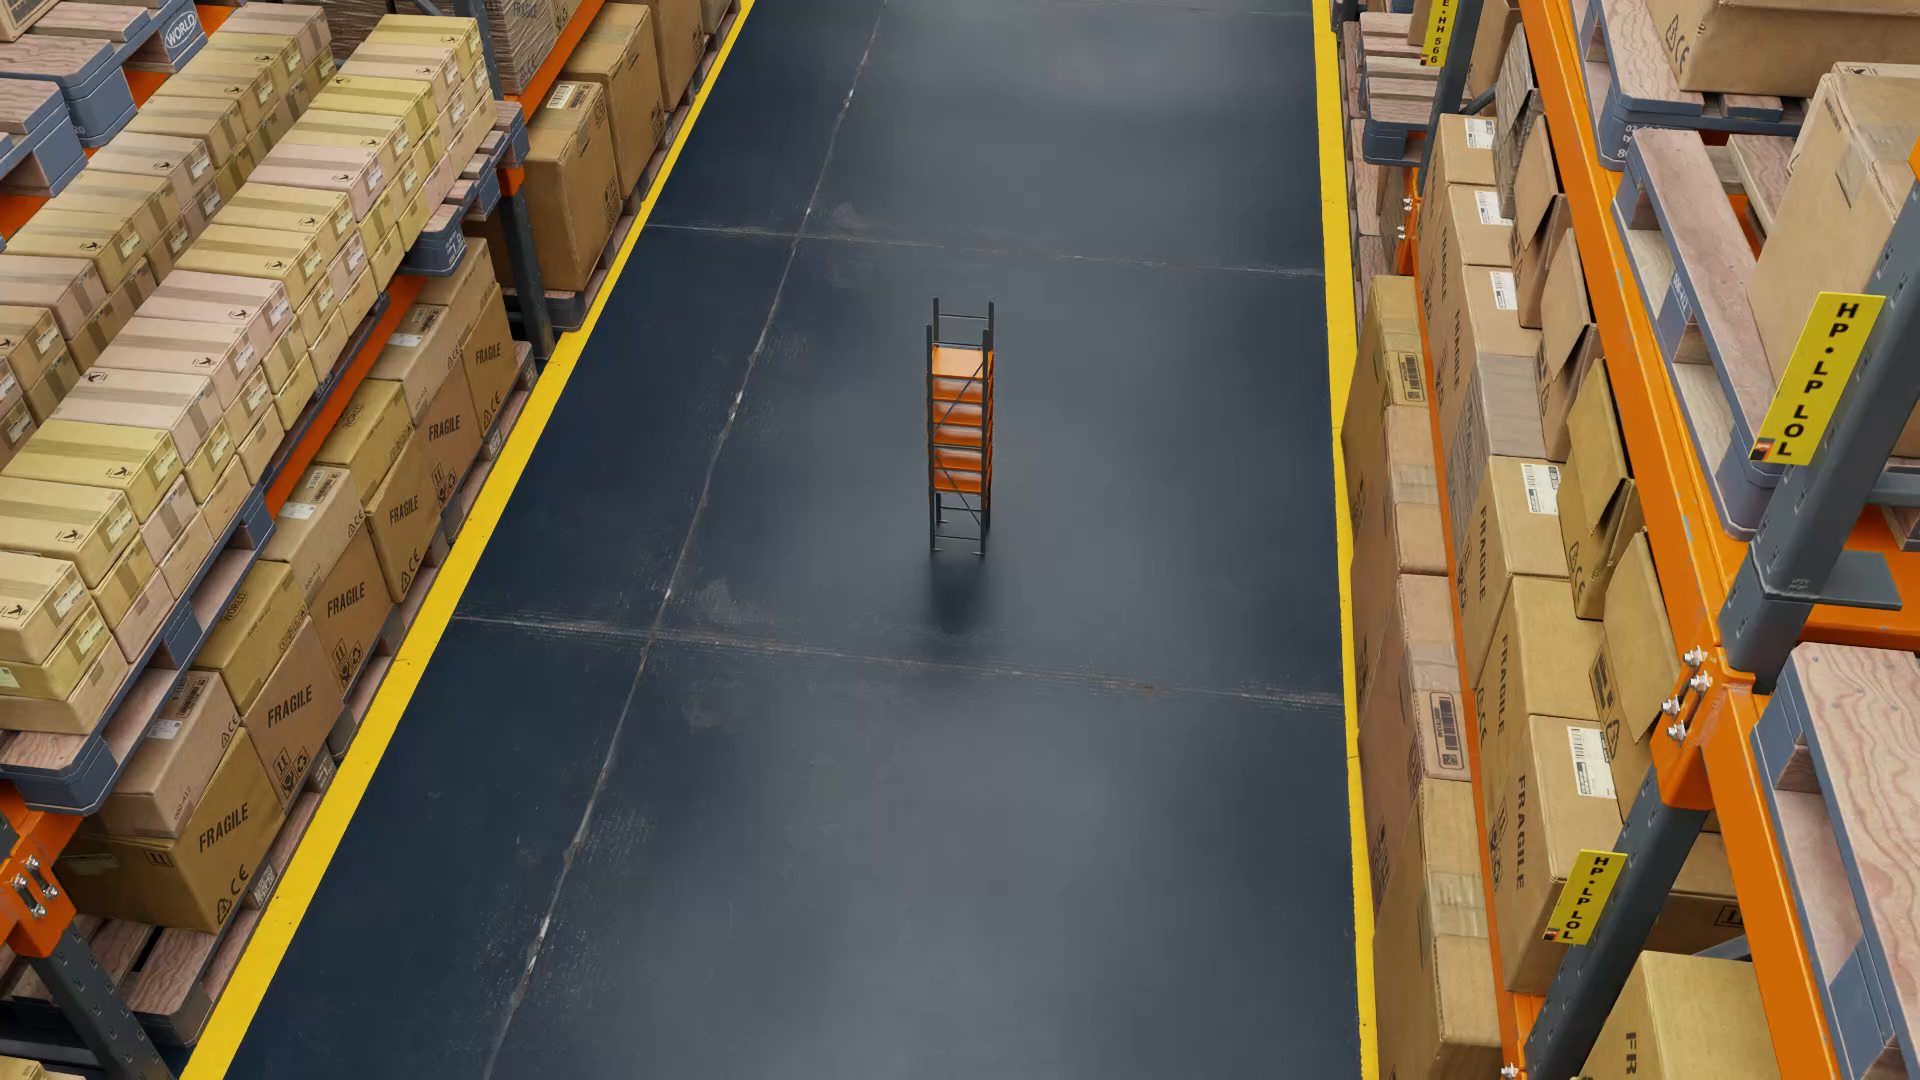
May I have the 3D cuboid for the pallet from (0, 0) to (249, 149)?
[{"bbox_3d":[-2.724,-1.468,4.596,1.213,0.211,1.003,5,44,6],"label":"pallet"}]

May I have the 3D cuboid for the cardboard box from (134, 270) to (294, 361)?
[{"bbox_3d":[-2.368,-0.714,5.289,0.380,0.149,0.250,7,44,7],"label":"cardboard box"}]

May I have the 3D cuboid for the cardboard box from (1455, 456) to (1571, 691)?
[{"bbox_3d":[1.783,0.118,4.894,0.500,0.500,0.500,5,44,5],"label":"cardboard box"}]

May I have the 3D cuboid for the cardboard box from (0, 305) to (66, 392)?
[{"bbox_3d":[-3.045,-0.603,5.172,0.380,0.149,0.250,4,44,4],"label":"cardboard box"}]

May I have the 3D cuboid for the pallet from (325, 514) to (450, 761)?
[{"bbox_3d":[-2.785,0.319,6.782,1.003,0.211,1.213,5,44,6],"label":"pallet"}]

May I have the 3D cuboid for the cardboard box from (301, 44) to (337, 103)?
[{"bbox_3d":[-2.780,-1.913,6.772,0.380,0.149,0.250,7,44,7],"label":"cardboard box"}]

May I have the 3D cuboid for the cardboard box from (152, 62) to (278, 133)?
[{"bbox_3d":[-2.840,-1.685,6.314,0.380,0.149,0.250,5,44,5],"label":"cardboard box"}]

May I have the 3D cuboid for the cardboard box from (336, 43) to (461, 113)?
[{"bbox_3d":[-2.163,-1.786,6.421,0.380,0.149,0.250,5,44,5],"label":"cardboard box"}]

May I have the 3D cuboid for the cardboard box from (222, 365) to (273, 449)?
[{"bbox_3d":[-2.404,-0.439,5.215,0.380,0.149,0.250,7,44,7],"label":"cardboard box"}]

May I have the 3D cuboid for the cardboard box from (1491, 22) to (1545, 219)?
[{"bbox_3d":[2.274,-1.439,5.808,0.797,0.503,0.637,7,44,7],"label":"cardboard box"}]

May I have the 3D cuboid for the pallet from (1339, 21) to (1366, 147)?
[{"bbox_3d":[2.814,-2.718,9.989,1.003,0.211,1.213,5,44,6],"label":"pallet"}]

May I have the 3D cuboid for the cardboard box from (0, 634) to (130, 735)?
[{"bbox_3d":[-2.538,0.383,4.563,0.380,0.149,0.250,3,44,3],"label":"cardboard box"}]

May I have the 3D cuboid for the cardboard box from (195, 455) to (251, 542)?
[{"bbox_3d":[-2.436,-0.147,5.123,0.380,0.149,0.250,6,44,6],"label":"cardboard box"}]

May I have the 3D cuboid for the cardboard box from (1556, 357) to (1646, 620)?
[{"bbox_3d":[2.036,-0.112,4.407,0.797,0.503,0.637,6,44,6],"label":"cardboard box"}]

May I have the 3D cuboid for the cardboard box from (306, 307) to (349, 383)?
[{"bbox_3d":[-2.334,-0.679,5.684,0.380,0.149,0.250,3,44,4],"label":"cardboard box"}]

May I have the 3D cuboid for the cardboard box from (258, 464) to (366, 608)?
[{"bbox_3d":[-2.546,-0.036,6.096,0.500,0.250,0.500,7,44,7],"label":"cardboard box"}]

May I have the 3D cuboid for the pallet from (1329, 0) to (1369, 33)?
[{"bbox_3d":[2.969,-3.710,11.036,1.003,0.211,1.213,5,44,6],"label":"pallet"}]

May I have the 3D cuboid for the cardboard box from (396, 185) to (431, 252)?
[{"bbox_3d":[-2.231,-1.224,6.261,0.380,0.149,0.250,5,44,5],"label":"cardboard box"}]

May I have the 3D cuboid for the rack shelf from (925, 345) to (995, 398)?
[{"bbox_3d":[0.002,-0.675,6.653,0.258,0.103,0.180,5,44,6],"label":"rack shelf"}]

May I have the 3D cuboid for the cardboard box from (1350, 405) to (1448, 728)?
[{"bbox_3d":[2.149,0.159,6.162,1.225,0.875,0.875,5,44,6],"label":"cardboard box"}]

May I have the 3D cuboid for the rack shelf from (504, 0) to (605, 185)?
[{"bbox_3d":[-2.252,-3.157,8.948,1.077,0.370,4.000,5,44,6],"label":"rack shelf"}]

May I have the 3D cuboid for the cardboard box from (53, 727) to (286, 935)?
[{"bbox_3d":[-2.685,0.947,5.603,0.500,0.500,0.500,7,44,7],"label":"cardboard box"}]

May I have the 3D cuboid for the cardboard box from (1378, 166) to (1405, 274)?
[{"bbox_3d":[2.516,-1.625,8.305,0.700,0.500,0.500,2,43,2],"label":"cardboard box"}]

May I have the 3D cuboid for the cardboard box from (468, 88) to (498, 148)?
[{"bbox_3d":[-2.126,-1.738,6.804,0.380,0.149,0.250,6,44,6],"label":"cardboard box"}]

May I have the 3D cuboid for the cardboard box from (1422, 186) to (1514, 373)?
[{"bbox_3d":[1.987,-0.913,5.982,0.500,0.500,0.500,4,44,4],"label":"cardboard box"}]

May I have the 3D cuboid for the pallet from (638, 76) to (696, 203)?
[{"bbox_3d":[-2.174,-2.402,9.655,1.003,0.211,1.213,5,44,6],"label":"pallet"}]

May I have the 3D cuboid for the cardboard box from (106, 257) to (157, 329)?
[{"bbox_3d":[-2.980,-0.851,5.650,0.380,0.149,0.250,7,44,7],"label":"cardboard box"}]

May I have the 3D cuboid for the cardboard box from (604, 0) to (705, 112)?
[{"bbox_3d":[-2.112,-3.028,9.620,1.050,0.750,0.750,5,44,6],"label":"cardboard box"}]

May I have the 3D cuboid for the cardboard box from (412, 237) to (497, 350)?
[{"bbox_3d":[-2.347,-1.082,7.201,0.500,0.250,0.500,4,44,5],"label":"cardboard box"}]

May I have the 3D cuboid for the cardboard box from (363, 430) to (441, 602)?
[{"bbox_3d":[-2.471,-0.112,6.722,0.500,0.500,0.500,3,44,4],"label":"cardboard box"}]

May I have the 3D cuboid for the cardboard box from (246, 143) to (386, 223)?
[{"bbox_3d":[-2.266,-1.261,5.867,0.380,0.149,0.250,5,44,6],"label":"cardboard box"}]

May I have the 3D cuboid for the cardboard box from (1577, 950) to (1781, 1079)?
[{"bbox_3d":[1.541,1.168,3.204,0.500,0.500,0.500,5,44,6],"label":"cardboard box"}]

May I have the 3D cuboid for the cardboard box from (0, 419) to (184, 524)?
[{"bbox_3d":[-2.470,-0.198,4.744,0.380,0.149,0.250,6,44,6],"label":"cardboard box"}]

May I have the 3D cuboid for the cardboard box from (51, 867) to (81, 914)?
[{"bbox_3d":[-3.197,0.899,5.654,0.500,0.500,0.500,4,44,5],"label":"cardboard box"}]

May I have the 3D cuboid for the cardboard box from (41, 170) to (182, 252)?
[{"bbox_3d":[-2.942,-1.139,5.738,0.380,0.149,0.250,6,44,7],"label":"cardboard box"}]

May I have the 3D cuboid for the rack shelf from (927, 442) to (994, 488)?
[{"bbox_3d":[0.002,-0.326,6.983,0.258,0.103,0.180,5,44,6],"label":"rack shelf"}]

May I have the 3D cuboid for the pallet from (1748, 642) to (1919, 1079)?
[{"bbox_3d":[1.739,0.691,2.244,1.003,0.211,1.213,5,44,6],"label":"pallet"}]

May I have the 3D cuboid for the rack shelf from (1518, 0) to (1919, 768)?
[{"bbox_3d":[2.122,-1.000,4.488,1.077,0.370,4.000,5,44,6],"label":"rack shelf"}]

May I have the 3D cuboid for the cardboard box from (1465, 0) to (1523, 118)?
[{"bbox_3d":[2.418,-2.096,6.926,0.500,0.500,0.500,0,43,0],"label":"cardboard box"}]

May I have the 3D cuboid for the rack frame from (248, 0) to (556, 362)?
[{"bbox_3d":[-2.517,-2.055,7.261,1.000,3.000,0.127,5,44,6],"label":"rack frame"}]

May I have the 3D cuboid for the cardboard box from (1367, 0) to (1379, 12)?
[{"bbox_3d":[2.813,-3.097,9.859,0.700,0.500,0.500,2,43,2],"label":"cardboard box"}]

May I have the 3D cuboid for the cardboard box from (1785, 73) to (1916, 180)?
[{"bbox_3d":[2.092,-0.758,3.469,0.500,0.311,0.500,4,44,4],"label":"cardboard box"}]

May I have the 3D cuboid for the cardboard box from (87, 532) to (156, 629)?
[{"bbox_3d":[-2.505,0.098,4.648,0.380,0.149,0.250,4,44,5],"label":"cardboard box"}]

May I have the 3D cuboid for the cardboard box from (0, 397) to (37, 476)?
[{"bbox_3d":[-3.088,-0.323,5.092,0.380,0.149,0.250,4,44,4],"label":"cardboard box"}]

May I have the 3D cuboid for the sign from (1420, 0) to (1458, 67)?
[{"bbox_3d":[1.847,-1.970,6.386,0.100,0.325,0.005,5,44,6],"label":"sign"}]

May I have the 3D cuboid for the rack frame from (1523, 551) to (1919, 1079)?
[{"bbox_3d":[1.858,1.191,3.833,1.000,3.000,0.127,5,44,6],"label":"rack frame"}]

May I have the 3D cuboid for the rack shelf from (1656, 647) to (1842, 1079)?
[{"bbox_3d":[1.593,1.726,1.609,1.077,0.370,4.000,5,44,6],"label":"rack shelf"}]

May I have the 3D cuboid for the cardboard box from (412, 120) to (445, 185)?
[{"bbox_3d":[-2.196,-1.485,6.319,0.380,0.149,0.250,6,44,7],"label":"cardboard box"}]

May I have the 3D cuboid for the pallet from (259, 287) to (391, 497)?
[{"bbox_3d":[-2.738,-0.632,5.898,1.003,0.211,1.213,5,44,6],"label":"pallet"}]

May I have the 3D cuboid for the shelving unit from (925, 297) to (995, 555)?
[{"bbox_3d":[0.002,-0.446,6.870,0.258,1.200,0.189,5,44,6],"label":"shelving unit"}]

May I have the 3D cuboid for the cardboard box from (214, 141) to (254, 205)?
[{"bbox_3d":[-2.878,-1.374,6.202,0.380,0.149,0.250,5,44,6],"label":"cardboard box"}]

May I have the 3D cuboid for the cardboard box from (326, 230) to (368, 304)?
[{"bbox_3d":[-2.299,-0.967,5.773,0.380,0.149,0.250,6,44,7],"label":"cardboard box"}]

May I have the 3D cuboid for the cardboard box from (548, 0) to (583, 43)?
[{"bbox_3d":[-2.125,-2.719,7.890,0.500,0.500,0.500,5,44,5],"label":"cardboard box"}]
